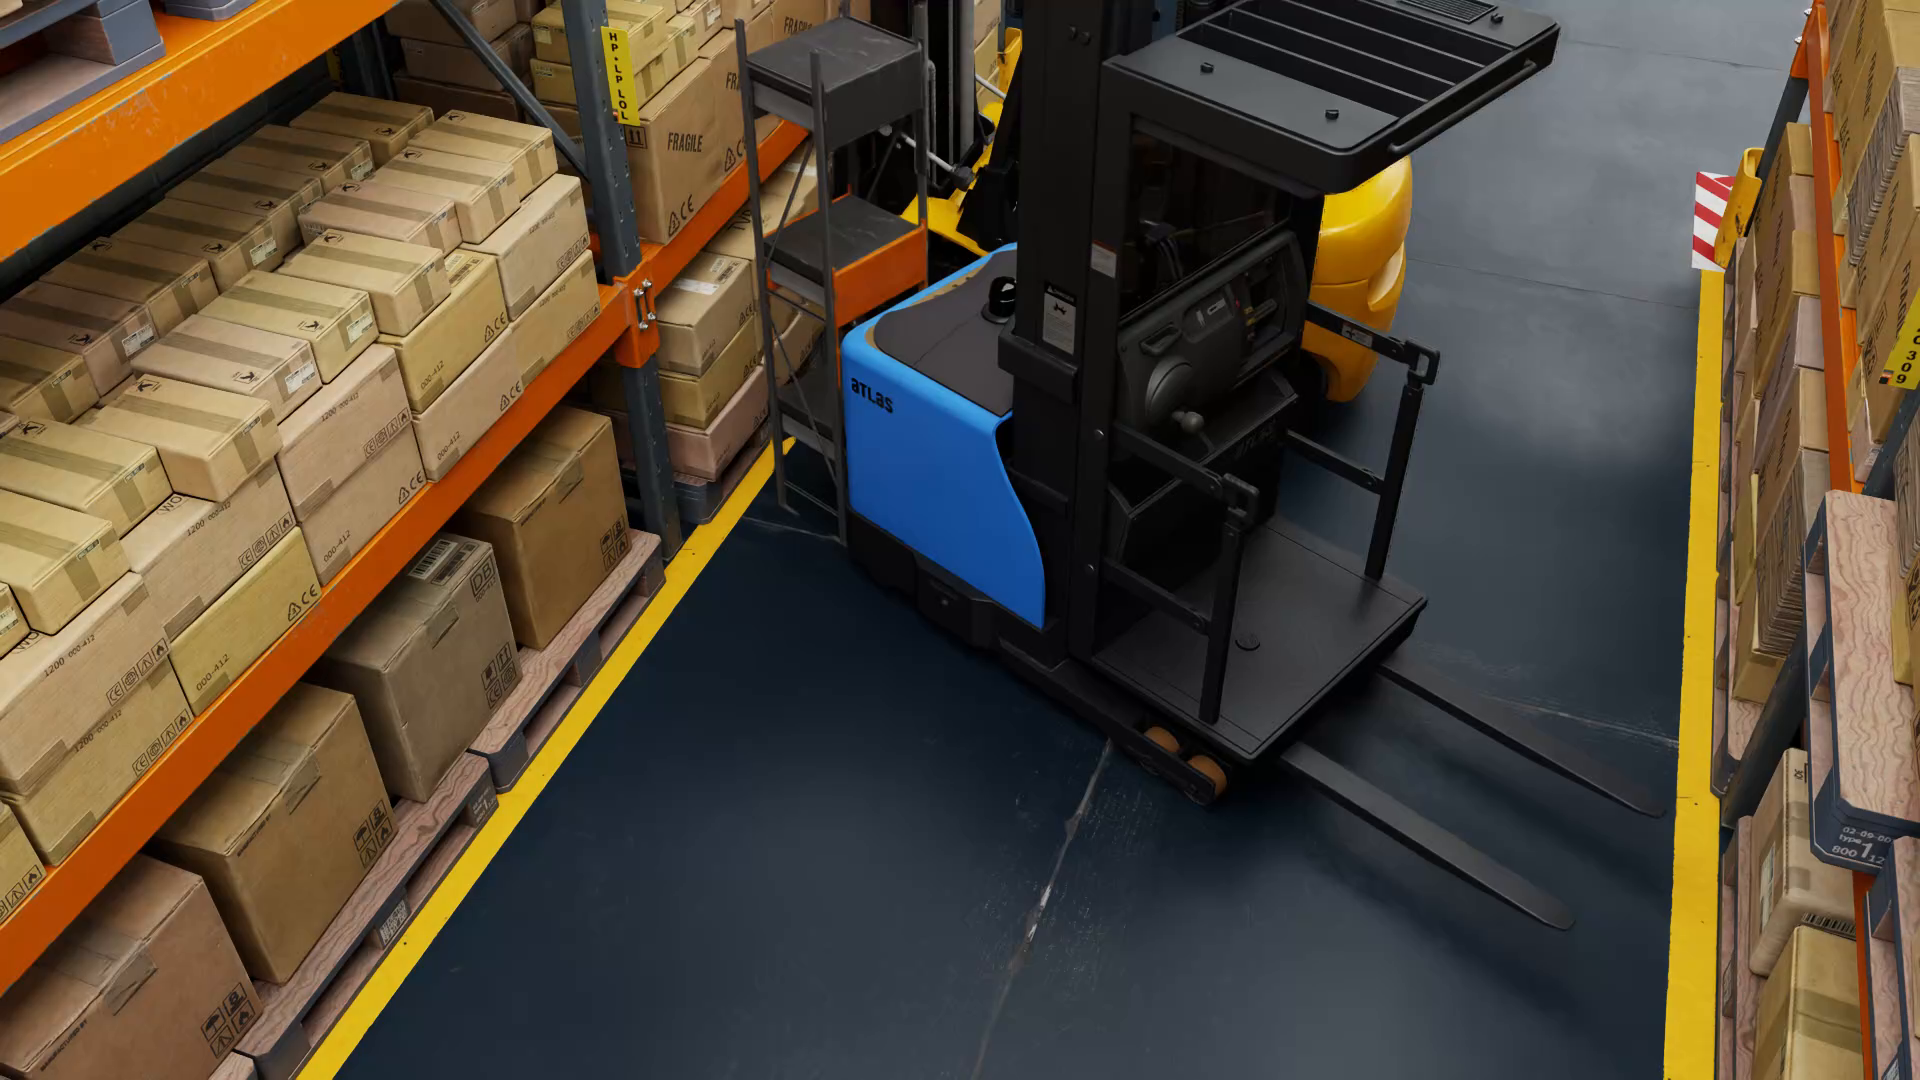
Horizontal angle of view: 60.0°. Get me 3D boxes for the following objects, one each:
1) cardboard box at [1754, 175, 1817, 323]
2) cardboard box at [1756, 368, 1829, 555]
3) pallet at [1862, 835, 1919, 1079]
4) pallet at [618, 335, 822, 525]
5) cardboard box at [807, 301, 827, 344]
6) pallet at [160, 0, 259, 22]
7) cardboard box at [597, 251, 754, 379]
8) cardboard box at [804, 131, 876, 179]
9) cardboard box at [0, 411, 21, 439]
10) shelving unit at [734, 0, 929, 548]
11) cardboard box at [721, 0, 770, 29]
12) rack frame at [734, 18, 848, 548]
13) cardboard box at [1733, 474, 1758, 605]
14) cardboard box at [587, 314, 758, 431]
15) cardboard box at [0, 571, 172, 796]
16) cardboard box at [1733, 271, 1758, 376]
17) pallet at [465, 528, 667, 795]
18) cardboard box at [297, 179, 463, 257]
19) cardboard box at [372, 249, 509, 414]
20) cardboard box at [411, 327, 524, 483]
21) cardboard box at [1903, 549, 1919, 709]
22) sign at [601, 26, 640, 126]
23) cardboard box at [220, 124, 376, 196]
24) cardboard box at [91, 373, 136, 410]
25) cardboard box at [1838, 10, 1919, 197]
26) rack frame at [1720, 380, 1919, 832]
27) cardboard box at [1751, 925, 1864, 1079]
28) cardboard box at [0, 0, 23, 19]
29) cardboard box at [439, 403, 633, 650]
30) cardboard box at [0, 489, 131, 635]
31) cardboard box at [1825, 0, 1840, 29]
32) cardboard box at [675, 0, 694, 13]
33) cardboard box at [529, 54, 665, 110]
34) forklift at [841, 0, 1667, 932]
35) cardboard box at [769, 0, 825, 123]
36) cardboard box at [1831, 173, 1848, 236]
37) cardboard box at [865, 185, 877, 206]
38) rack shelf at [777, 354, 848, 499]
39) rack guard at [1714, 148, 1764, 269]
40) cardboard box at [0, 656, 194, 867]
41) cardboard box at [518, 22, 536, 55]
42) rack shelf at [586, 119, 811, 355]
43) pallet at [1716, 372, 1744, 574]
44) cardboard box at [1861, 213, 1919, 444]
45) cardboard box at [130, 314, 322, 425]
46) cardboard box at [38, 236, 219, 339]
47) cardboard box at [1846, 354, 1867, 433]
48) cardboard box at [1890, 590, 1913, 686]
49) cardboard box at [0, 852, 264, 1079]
[{"bbox_3d":[3.707,-1.169,7.027,0.500,0.500,0.500,12,42,13],"label":"cardboard box"},{"bbox_3d":[3.179,-0.226,5.921,0.500,0.500,0.500,14,42,16],"label":"cardboard box"},{"bbox_3d":[2.327,1.200,3.180,1.003,0.211,1.213,13,42,15],"label":"pallet"},{"bbox_3d":[-1.298,-0.610,7.302,1.003,0.211,1.213,13,42,15],"label":"pallet"},{"bbox_3d":[-0.812,-1.160,7.594,0.500,0.250,0.500,14,42,16],"label":"cardboard box"},{"bbox_3d":[-1.898,-1.723,4.294,0.805,0.209,1.217,12,42,13],"label":"pallet"},{"bbox_3d":[-1.149,-0.915,6.536,0.500,0.250,0.500,13,42,14],"label":"cardboard box"},{"bbox_3d":[-0.618,-1.849,7.630,0.500,0.250,0.500,12,42,14],"label":"cardboard box"},{"bbox_3d":[-2.549,-0.224,4.125,0.380,0.149,0.250,14,43,16],"label":"cardboard box"},{"bbox_3d":[-0.437,-0.975,6.275,0.431,2.100,0.503,31,49,31],"label":"shelving unit"},{"bbox_3d":[-0.949,-2.073,6.292,0.380,0.149,0.250,14,42,16],"label":"cardboard box"},{"bbox_3d":[-0.603,-0.858,6.138,0.400,2.100,0.015,31,49,31],"label":"rack frame"},{"bbox_3d":[3.179,0.043,6.183,0.500,0.250,0.500,12,42,14],"label":"cardboard box"},{"bbox_3d":[-1.154,-0.726,6.699,0.500,0.250,0.500,13,42,15],"label":"cardboard box"},{"bbox_3d":[-2.227,0.275,3.847,0.500,0.250,0.500,12,42,14],"label":"cardboard box"},{"bbox_3d":[3.707,-0.909,7.299,0.500,0.250,0.500,15,43,17],"label":"cardboard box"},{"bbox_3d":[-1.824,0.324,6.208,1.003,0.211,1.213,13,42,15],"label":"pallet"},{"bbox_3d":[-1.722,-0.923,4.944,0.380,0.149,0.250,13,42,15],"label":"cardboard box"},{"bbox_3d":[-1.706,-0.657,4.939,0.500,0.250,0.500,12,42,14],"label":"cardboard box"},{"bbox_3d":[-1.702,-0.465,5.099,0.500,0.250,0.500,13,42,15],"label":"cardboard box"},{"bbox_3d":[2.456,0.121,3.667,0.500,0.500,0.500,13,42,15],"label":"cardboard box"},{"bbox_3d":[-1.096,-1.491,5.355,0.100,0.325,0.005,13,42,15],"label":"sign"},{"bbox_3d":[-2.072,-1.161,5.223,0.380,0.149,0.250,12,42,14],"label":"cardboard box"},{"bbox_3d":[-2.391,-0.461,4.709,0.500,0.250,0.500,12,42,14],"label":"cardboard box"},{"bbox_3d":[3.488,-1.520,5.914,0.500,0.500,0.500,12,42,14],"label":"cardboard box"},{"bbox_3d":[3.057,-0.096,4.551,1.000,3.000,0.127,13,42,15],"label":"rack frame"},{"bbox_3d":[2.637,1.504,4.377,0.950,0.372,0.625,16,43,18],"label":"cardboard box"},{"bbox_3d":[-2.152,-1.141,2.987,0.500,0.500,0.500,14,42,16],"label":"cardboard box"},{"bbox_3d":[-1.777,-0.131,6.098,0.875,0.625,0.625,15,43,17],"label":"cardboard box"},{"bbox_3d":[-2.160,0.041,3.814,0.380,0.149,0.250,14,42,16],"label":"cardboard box"},{"bbox_3d":[4.002,-2.459,7.015,0.500,0.500,0.500,13,42,14],"label":"cardboard box"},{"bbox_3d":[-1.138,-2.059,6.046,0.380,0.149,0.250,13,42,14],"label":"cardboard box"},{"bbox_3d":[-1.253,-1.616,5.756,0.380,0.149,0.250,13,42,14],"label":"cardboard box"},{"bbox_3d":[0.969,-0.598,5.193,3.031,2.935,1.130,32,50,32],"label":"forklift"},{"bbox_3d":[-0.877,-2.076,6.796,0.500,0.500,0.500,13,42,15],"label":"cardboard box"},{"bbox_3d":[3.394,-1.199,6.037,0.380,0.149,0.250,14,42,15],"label":"cardboard box"},{"bbox_3d":[-0.627,-1.645,7.777,0.500,0.250,0.500,13,42,15],"label":"cardboard box"},{"bbox_3d":[-0.437,-0.432,6.738,0.431,0.518,0.480,31,49,31],"label":"rack shelf"},{"bbox_3d":[4.399,-1.538,8.168,1.175,0.500,0.348,13,42,15],"label":"rack guard"},{"bbox_3d":[-2.249,0.464,4.011,0.500,0.250,0.500,12,42,14],"label":"cardboard box"},{"bbox_3d":[-1.688,-1.893,6.081,0.380,0.149,0.250,12,42,14],"label":"cardboard box"},{"bbox_3d":[-0.925,-2.141,7.503,1.077,0.370,4.000,13,42,15],"label":"rack shelf"},{"bbox_3d":[3.669,-0.199,6.821,1.003,0.211,1.213,13,42,15],"label":"pallet"},{"bbox_3d":[2.975,-0.573,4.804,0.500,0.500,0.500,12,42,14],"label":"cardboard box"},{"bbox_3d":[-1.926,-0.436,4.374,0.380,0.149,0.250,14,42,15],"label":"cardboard box"},{"bbox_3d":[-2.335,-0.702,4.685,0.380,0.149,0.250,13,42,15],"label":"cardboard box"},{"bbox_3d":[2.959,-0.418,5.122,0.380,0.149,0.250,14,42,16],"label":"cardboard box"},{"bbox_3d":[2.477,0.257,4.007,0.380,0.149,0.250,14,42,16],"label":"cardboard box"},{"bbox_3d":[-2.535,1.211,4.526,0.875,0.625,0.625,15,43,16],"label":"cardboard box"}]
